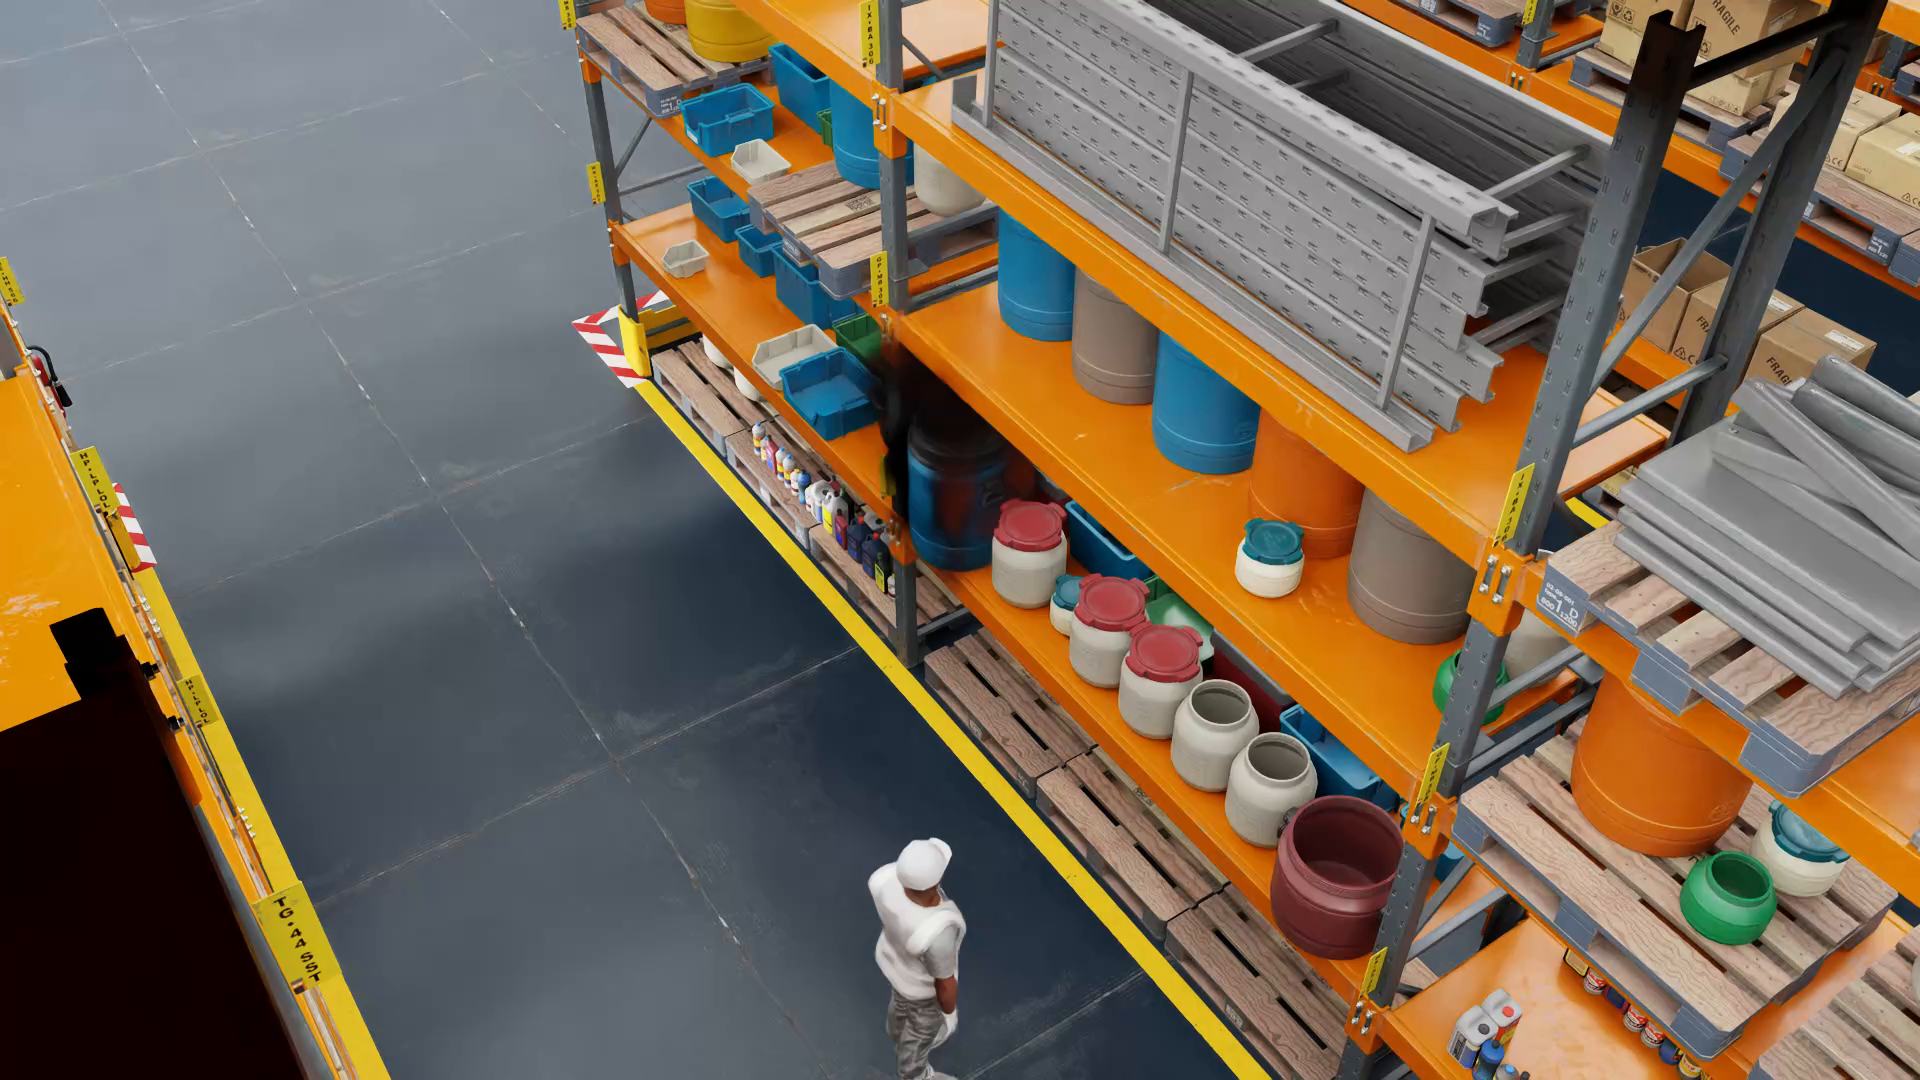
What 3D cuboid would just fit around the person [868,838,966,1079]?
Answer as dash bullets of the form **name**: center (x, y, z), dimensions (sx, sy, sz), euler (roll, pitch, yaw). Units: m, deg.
- **person**: center (-0.169, 2.001, 7.825), dimensions (0.394, 1.797, 0.646), euler (-24, 48, -23)
